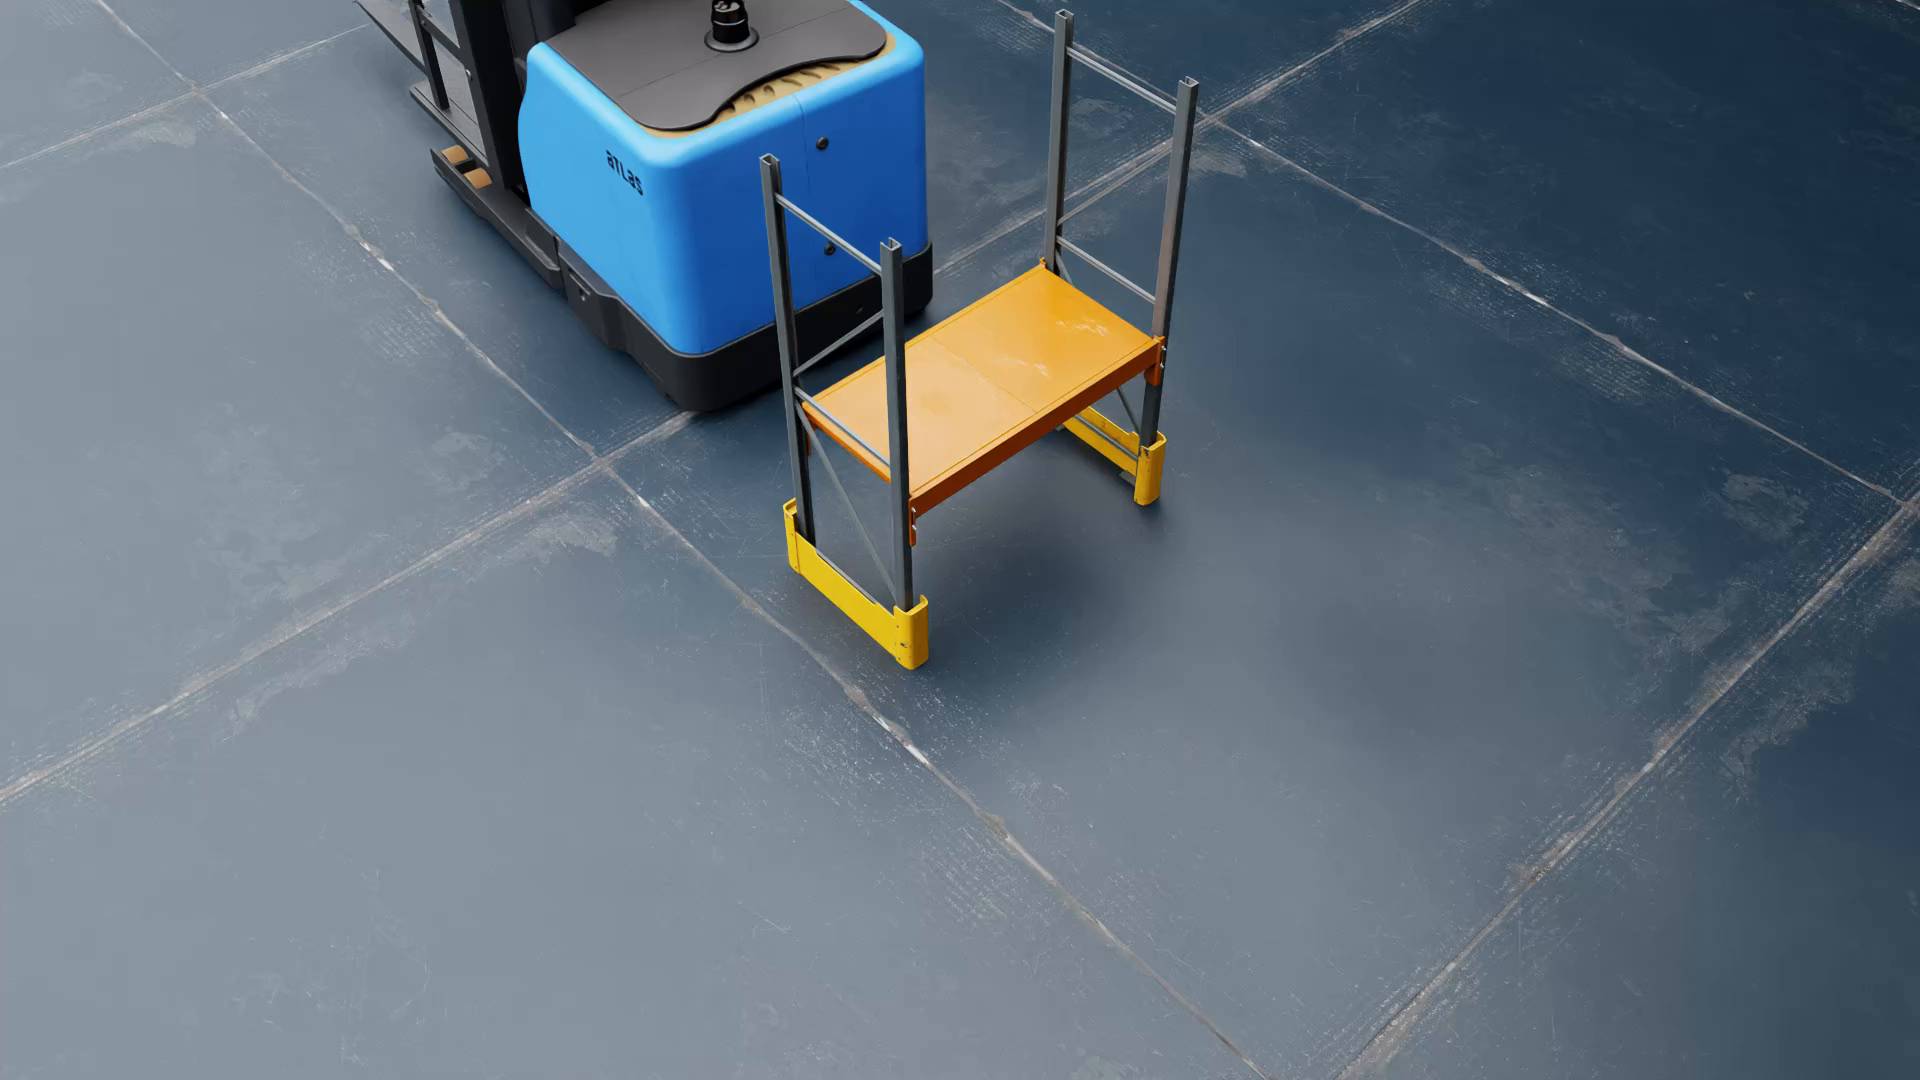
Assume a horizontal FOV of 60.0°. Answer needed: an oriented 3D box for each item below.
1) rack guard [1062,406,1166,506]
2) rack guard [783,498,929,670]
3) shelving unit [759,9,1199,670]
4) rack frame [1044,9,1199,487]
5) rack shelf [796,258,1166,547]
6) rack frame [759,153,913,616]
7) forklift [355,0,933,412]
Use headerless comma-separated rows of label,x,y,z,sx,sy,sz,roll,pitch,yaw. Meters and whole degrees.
rack guard,0.425,-0.369,5.420,0.087,0.250,0.587,-34,56,-27
rack guard,-0.312,0.124,4.966,0.087,0.250,0.587,-34,56,-27
shelving unit,0.056,-0.546,4.734,1.083,1.500,0.587,-34,56,-27
rack frame,0.439,-0.802,4.970,0.032,1.500,0.500,-34,56,-27
rack shelf,0.063,-0.429,4.870,1.000,0.185,0.538,-34,56,-27
rack frame,-0.313,-0.299,4.506,0.032,1.500,0.500,-34,56,-27
forklift,-1.398,-2.456,5.522,1.130,2.935,3.031,-30,54,-25
